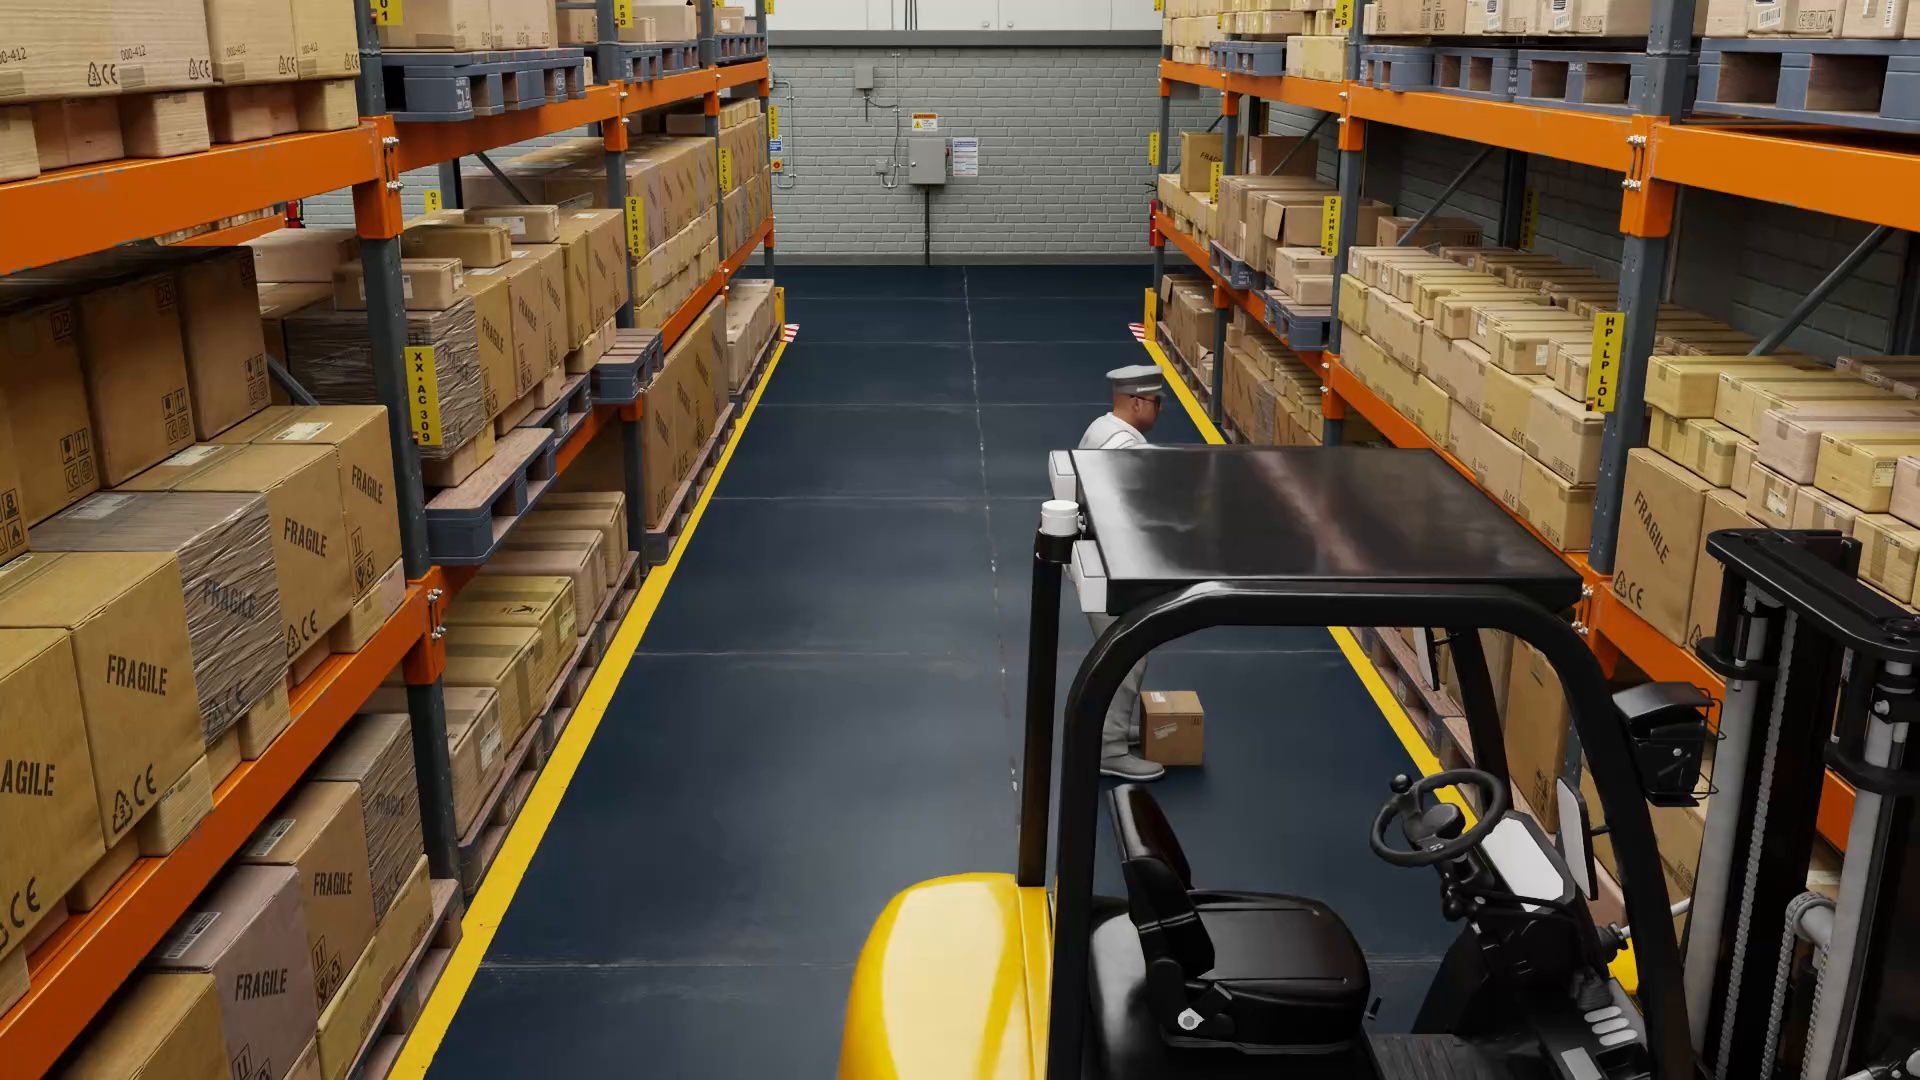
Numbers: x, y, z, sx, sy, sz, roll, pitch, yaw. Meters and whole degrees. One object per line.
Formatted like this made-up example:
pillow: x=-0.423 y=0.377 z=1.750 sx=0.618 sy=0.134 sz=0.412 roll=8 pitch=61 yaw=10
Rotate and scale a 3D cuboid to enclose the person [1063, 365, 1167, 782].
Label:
person: x=0.656 y=0.119 z=7.143 sx=0.437 sy=1.747 sz=0.597 roll=-1 pitch=17 yaw=-4
